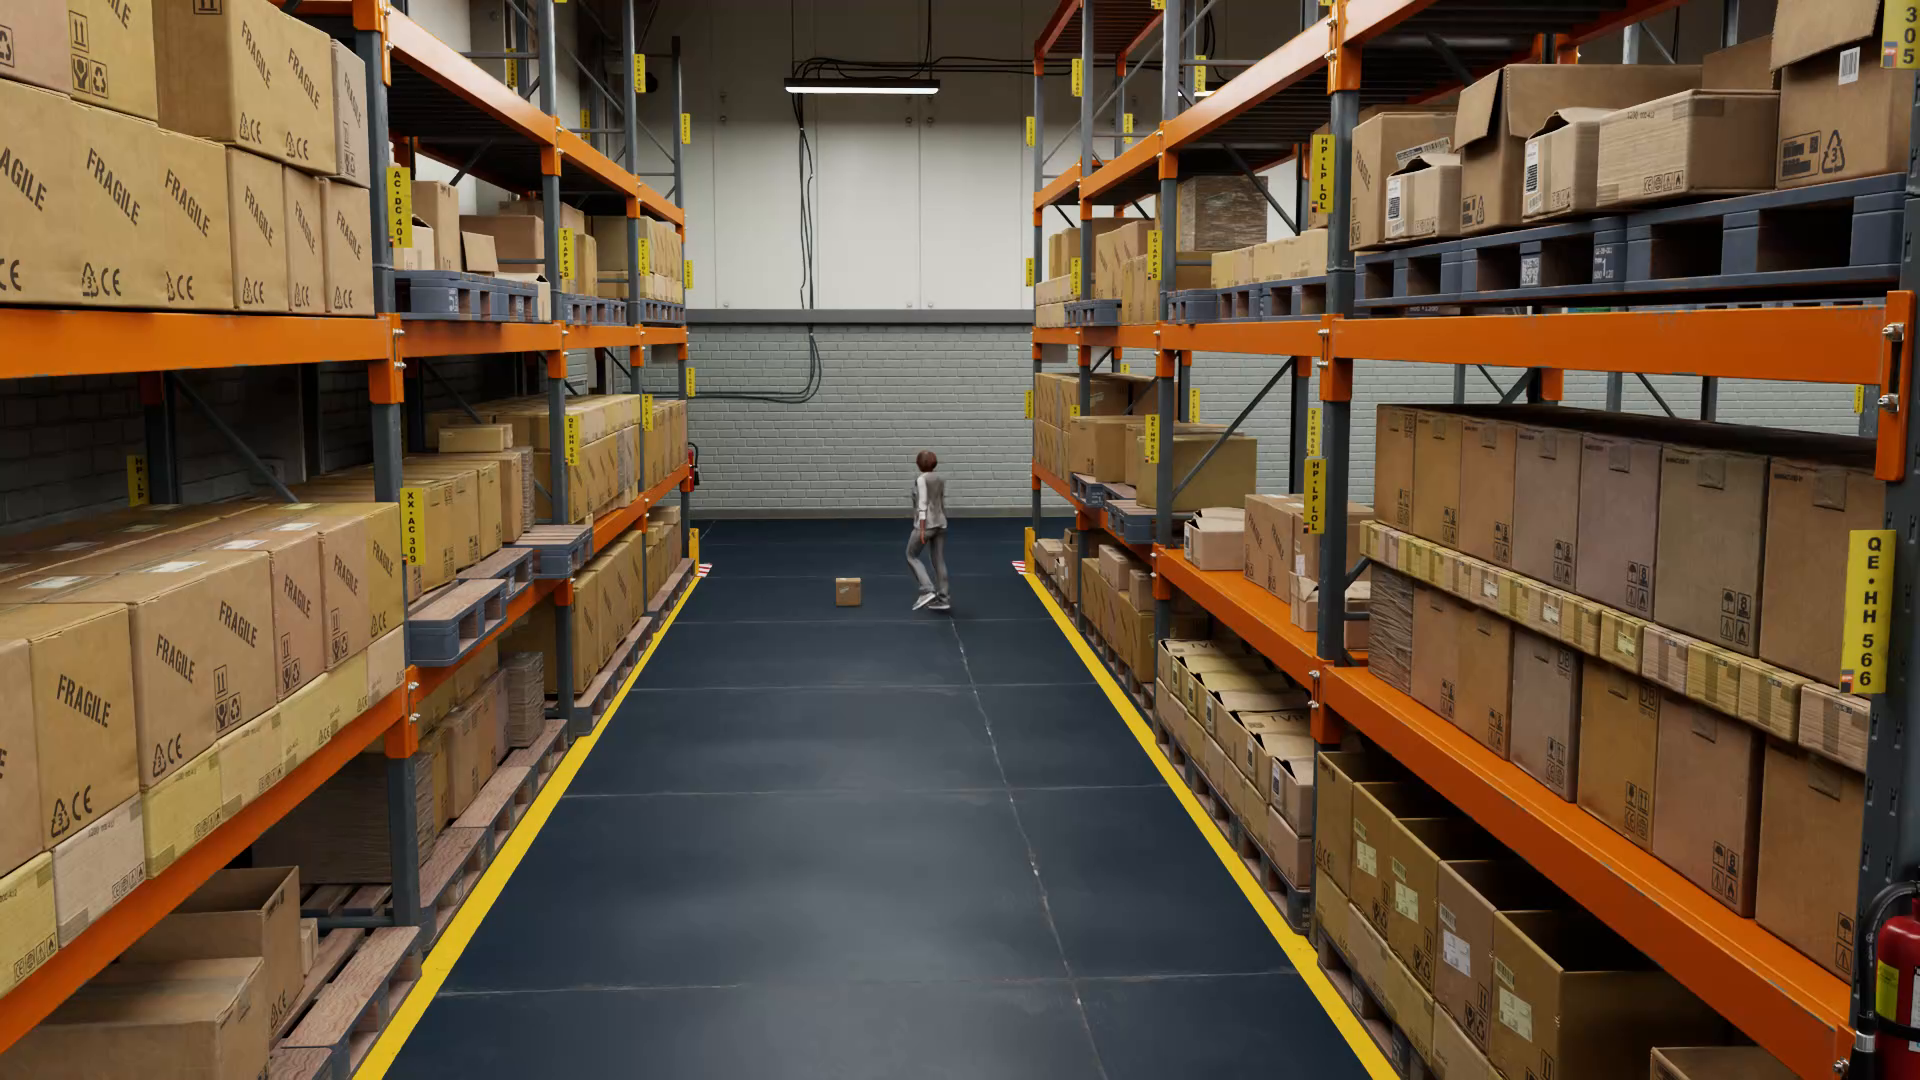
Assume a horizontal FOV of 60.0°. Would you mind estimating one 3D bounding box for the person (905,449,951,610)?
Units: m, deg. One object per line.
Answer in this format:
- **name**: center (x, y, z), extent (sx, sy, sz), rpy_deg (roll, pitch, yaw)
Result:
- **person**: center (-0.281, -0.095, 16.515), extent (0.476, 1.583, 0.428), rpy_deg (6, 9, 41)
